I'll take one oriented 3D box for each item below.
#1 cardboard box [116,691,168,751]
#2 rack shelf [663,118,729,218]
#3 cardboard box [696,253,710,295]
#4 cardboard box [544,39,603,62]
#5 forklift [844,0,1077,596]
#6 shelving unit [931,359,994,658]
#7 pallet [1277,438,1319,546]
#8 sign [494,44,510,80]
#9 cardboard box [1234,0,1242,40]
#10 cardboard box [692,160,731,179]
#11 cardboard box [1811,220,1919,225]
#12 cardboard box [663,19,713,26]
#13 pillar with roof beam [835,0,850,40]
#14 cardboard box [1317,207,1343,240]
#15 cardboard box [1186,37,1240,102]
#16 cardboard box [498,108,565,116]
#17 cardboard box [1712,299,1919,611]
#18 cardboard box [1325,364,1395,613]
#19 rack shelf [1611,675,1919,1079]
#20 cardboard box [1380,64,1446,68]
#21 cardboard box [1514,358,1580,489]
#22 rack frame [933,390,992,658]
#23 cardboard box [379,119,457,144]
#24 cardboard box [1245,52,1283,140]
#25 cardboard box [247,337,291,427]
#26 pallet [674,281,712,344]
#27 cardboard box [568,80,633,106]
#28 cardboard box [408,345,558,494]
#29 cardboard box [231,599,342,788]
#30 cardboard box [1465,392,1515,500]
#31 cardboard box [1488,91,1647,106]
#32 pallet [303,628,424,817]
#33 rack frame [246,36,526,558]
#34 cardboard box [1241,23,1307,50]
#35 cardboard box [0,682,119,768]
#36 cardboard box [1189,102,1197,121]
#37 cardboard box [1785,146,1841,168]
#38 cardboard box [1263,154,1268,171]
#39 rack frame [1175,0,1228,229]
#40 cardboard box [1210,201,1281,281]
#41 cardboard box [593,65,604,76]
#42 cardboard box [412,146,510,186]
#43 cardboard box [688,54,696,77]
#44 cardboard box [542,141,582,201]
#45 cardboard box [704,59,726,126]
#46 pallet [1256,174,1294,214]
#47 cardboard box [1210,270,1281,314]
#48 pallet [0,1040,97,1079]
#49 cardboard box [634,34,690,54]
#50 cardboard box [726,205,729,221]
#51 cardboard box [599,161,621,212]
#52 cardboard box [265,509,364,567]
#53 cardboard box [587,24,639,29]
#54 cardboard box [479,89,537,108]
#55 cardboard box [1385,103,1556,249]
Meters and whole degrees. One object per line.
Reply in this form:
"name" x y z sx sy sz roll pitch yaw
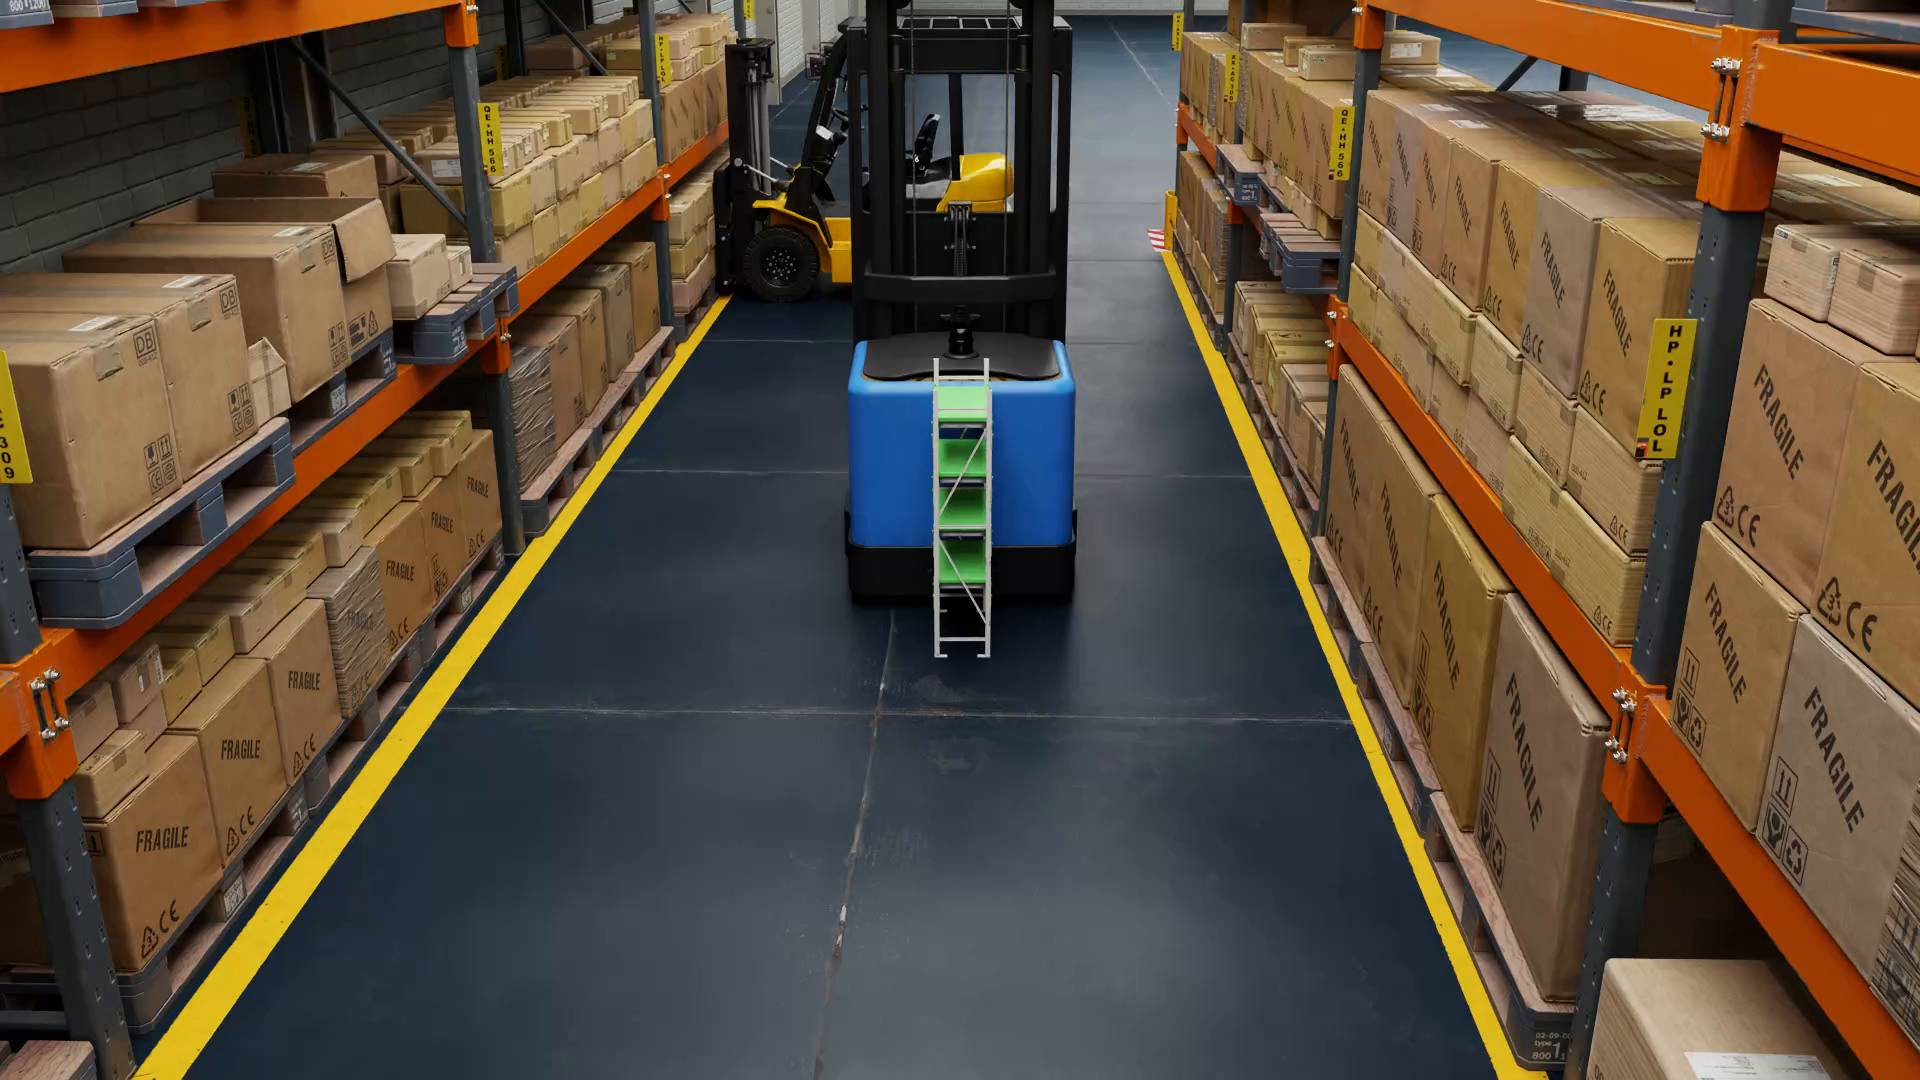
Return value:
"cardboard box" -2.609 0.551 4.941 0.380 0.149 0.250 0 21 0
"rack shelf" -2.512 -3.169 13.544 1.077 0.370 4.000 1 21 2
"cardboard box" -2.228 -2.050 12.887 0.500 0.250 0.500 0 21 0
"cardboard box" -2.822 -3.574 12.147 0.380 0.149 0.250 0 21 1
"forklift" -0.006 -1.592 8.579 1.130 2.935 3.031 0 21 -1
"shelving unit" 0.008 -0.140 7.232 0.258 1.200 0.503 0 21 0
"pallet" 2.292 -0.264 8.918 1.003 0.211 1.213 1 21 2
"sign" -3.128 -3.227 11.394 0.100 0.325 0.005 1 21 2
"cardboard box" 2.690 -4.456 13.934 0.700 0.500 0.500 1 21 2
"cardboard box" -2.169 -3.070 14.134 0.500 0.250 0.500 1 21 2
"cardboard box" 2.446 -0.504 4.161 0.500 0.500 0.500 1 21 2
"cardboard box" -2.291 -4.310 14.044 0.380 0.149 0.250 1 21 2
"pillar with roof beam" 1.659 -15.413 35.812 9.100 9.000 0.400 1 21 2
"cardboard box" 1.977 -1.579 8.219 0.380 0.149 0.250 1 21 2
"cardboard box" 2.206 -4.004 14.152 0.500 0.500 0.500 1 21 3
"cardboard box" -2.451 -2.358 9.424 0.380 0.149 0.250 1 21 2
"cardboard box" 1.888 -0.179 3.322 0.500 0.500 0.500 1 21 2
"cardboard box" 2.163 -0.238 7.353 0.875 0.875 0.875 0 21 1
"rack shelf" 2.084 1.223 2.225 1.077 0.370 4.000 1 21 2
"cardboard box" 2.568 -2.574 9.885 0.500 0.500 0.500 1 21 3
"cardboard box" 1.923 -0.342 4.779 0.500 0.250 0.500 1 21 3
"rack frame" 0.011 -0.052 7.005 0.240 1.200 0.015 0 21 0
"cardboard box" -2.899 -2.176 8.955 0.380 0.149 0.250 1 21 1
"cardboard box" 2.073 -2.762 10.370 0.500 0.500 0.500 1 21 2
"cardboard box" -2.391 -0.520 5.328 0.396 0.266 0.258 2 21 4
"pallet" -2.507 -1.768 12.795 1.003 0.211 1.213 1 21 2
"cardboard box" -2.351 -2.911 10.849 0.380 0.149 0.250 0 21 1
"cardboard box" -2.662 -0.649 8.757 0.875 0.625 0.625 1 21 3
"cardboard box" -2.551 0.535 5.878 0.500 0.500 0.500 0 21 0
"cardboard box" 1.958 -0.297 5.355 0.500 0.250 0.500 0 21 0
"cardboard box" 2.512 -1.605 6.998 0.500 0.500 0.500 0 21 0
"pallet" -2.795 0.675 6.499 1.003 0.211 1.213 1 21 2
"rack frame" -2.695 -1.335 7.823 1.000 3.000 0.127 1 21 2
"cardboard box" 2.021 -3.245 10.720 0.380 0.149 0.250 1 21 1
"cardboard box" -2.600 0.512 4.629 0.380 0.149 0.250 0 21 1
"cardboard box" 2.156 -3.659 14.160 0.380 0.149 0.250 1 21 2
"cardboard box" 7.482 -2.798 13.949 0.875 0.875 0.875 0 21 1
"cardboard box" 2.057 -2.324 10.139 0.380 0.149 0.250 1 21 2
"rack frame" 2.510 -4.174 15.140 1.000 3.000 0.127 1 21 2
"cardboard box" 2.138 -2.208 12.258 0.500 0.500 0.500 0 21 1
"cardboard box" -2.831 -3.436 12.202 0.380 0.149 0.250 1 21 3
"cardboard box" -2.391 -1.796 7.976 0.380 0.149 0.250 1 21 3
"cardboard box" -2.223 -3.614 12.662 0.380 0.149 0.250 0 21 1
"cardboard box" -2.387 -2.026 9.120 0.500 0.250 0.500 0 21 0
"cardboard box" -2.244 -3.721 13.833 0.500 0.500 0.500 0 21 1
"pallet" 2.286 -1.909 9.566 1.003 0.211 1.213 1 21 2
"cardboard box" 2.138 -1.859 12.393 0.500 0.250 0.500 2 21 4
"pallet" -2.838 1.660 3.960 1.003 0.211 1.213 1 21 2
"cardboard box" -2.259 -3.755 12.614 0.380 0.149 0.250 0 21 1
"cardboard box" -2.193 -2.646 13.731 0.500 0.250 0.500 1 21 1
"cardboard box" -2.383 -2.165 10.170 0.500 0.250 0.500 1 21 2
"cardboard box" -2.525 -0.007 6.380 0.380 0.149 0.250 0 21 -1
"cardboard box" -2.823 -4.128 13.574 0.380 0.149 0.250 0 21 0
"cardboard box" -2.854 -2.726 10.374 0.380 0.149 0.250 0 21 1
"cardboard box" 2.002 -1.439 6.572 0.500 0.500 0.500 1 21 2
